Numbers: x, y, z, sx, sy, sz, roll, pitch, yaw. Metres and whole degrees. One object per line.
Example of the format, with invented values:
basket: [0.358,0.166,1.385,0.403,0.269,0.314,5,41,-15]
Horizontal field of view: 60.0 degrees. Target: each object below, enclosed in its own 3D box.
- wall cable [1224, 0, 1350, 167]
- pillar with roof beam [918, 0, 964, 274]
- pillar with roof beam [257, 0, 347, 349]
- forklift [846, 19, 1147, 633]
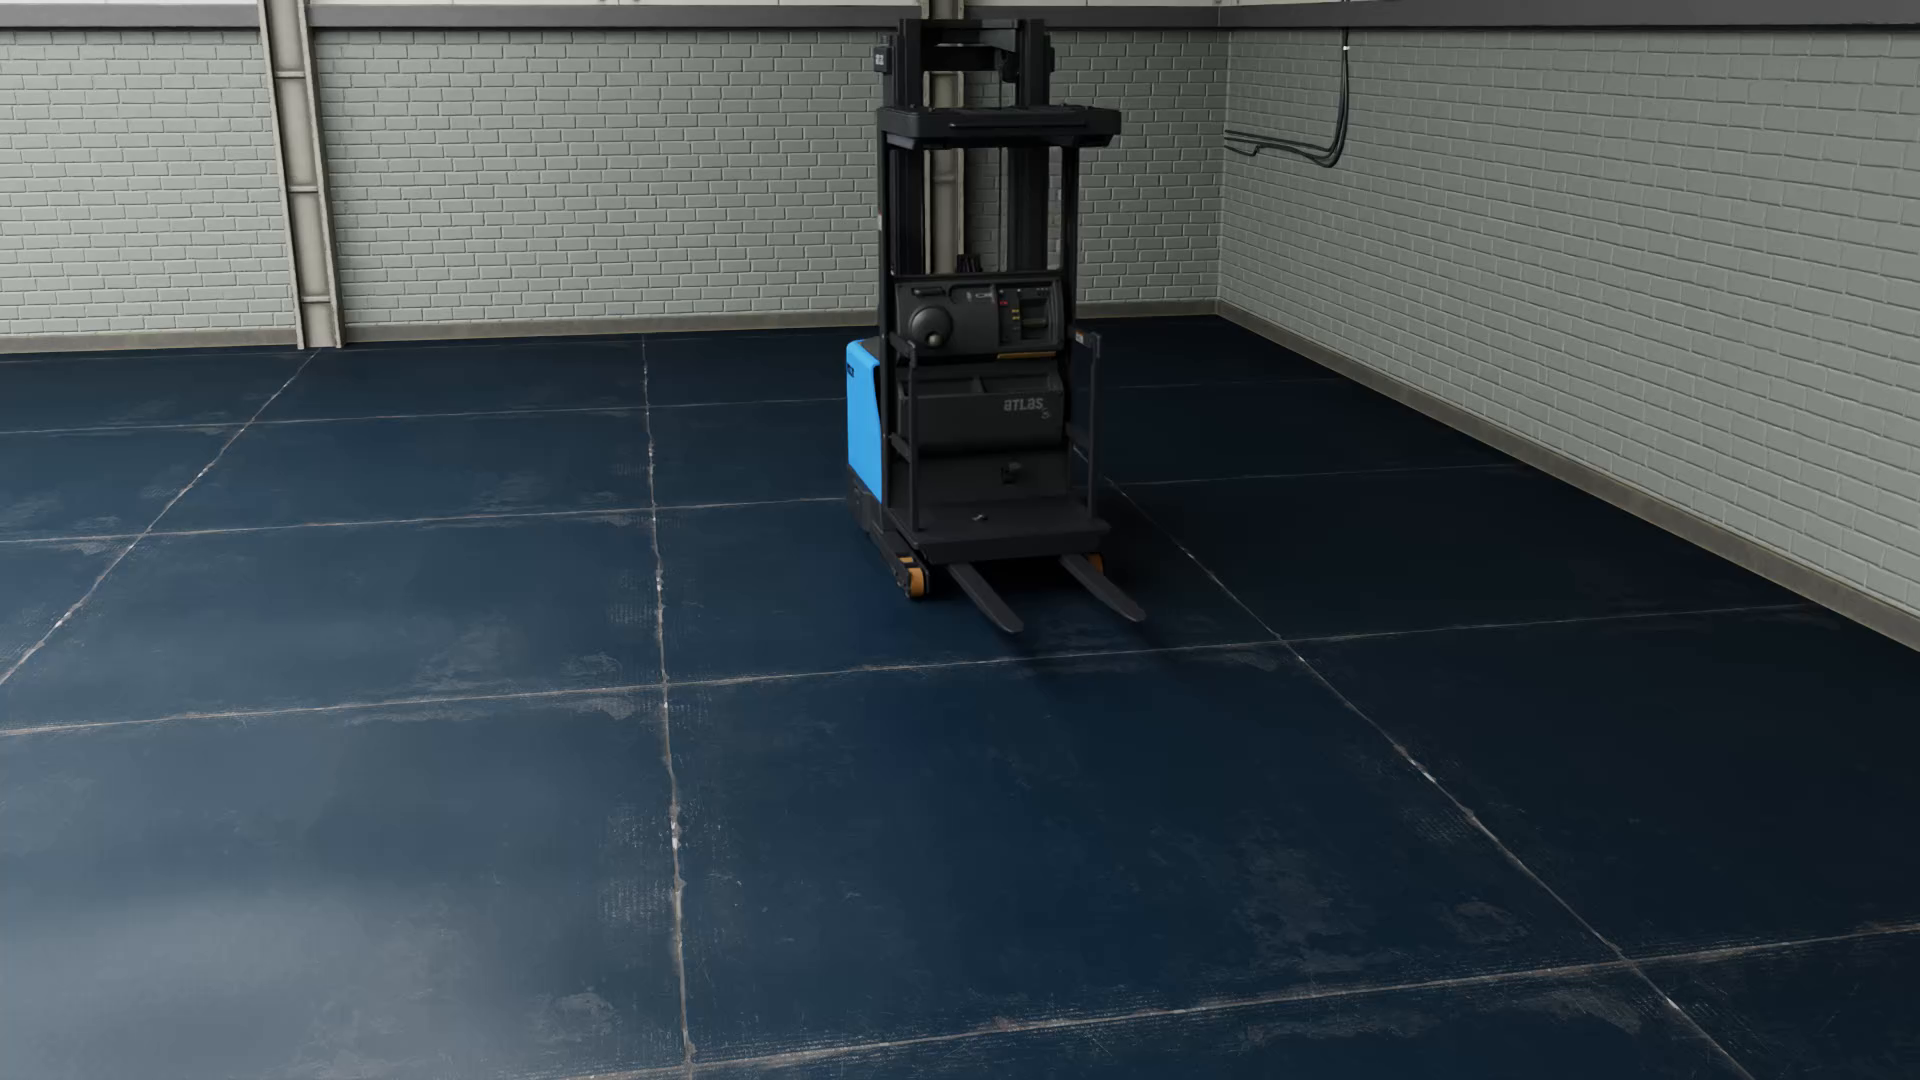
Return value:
wall cable: [2.962,-4.788,15.363,0.112,2.526,3.097,-3,17,-10]
pillar with roof beam: [0.635,-5.249,11.574,0.400,9.000,9.100,-3,17,-10]
pillar with roof beam: [-5.256,-4.914,10.486,0.400,9.000,9.100,-3,17,-10]
forklift: [0.167,-1.218,8.784,1.130,2.935,3.031,-4,18,-14]
